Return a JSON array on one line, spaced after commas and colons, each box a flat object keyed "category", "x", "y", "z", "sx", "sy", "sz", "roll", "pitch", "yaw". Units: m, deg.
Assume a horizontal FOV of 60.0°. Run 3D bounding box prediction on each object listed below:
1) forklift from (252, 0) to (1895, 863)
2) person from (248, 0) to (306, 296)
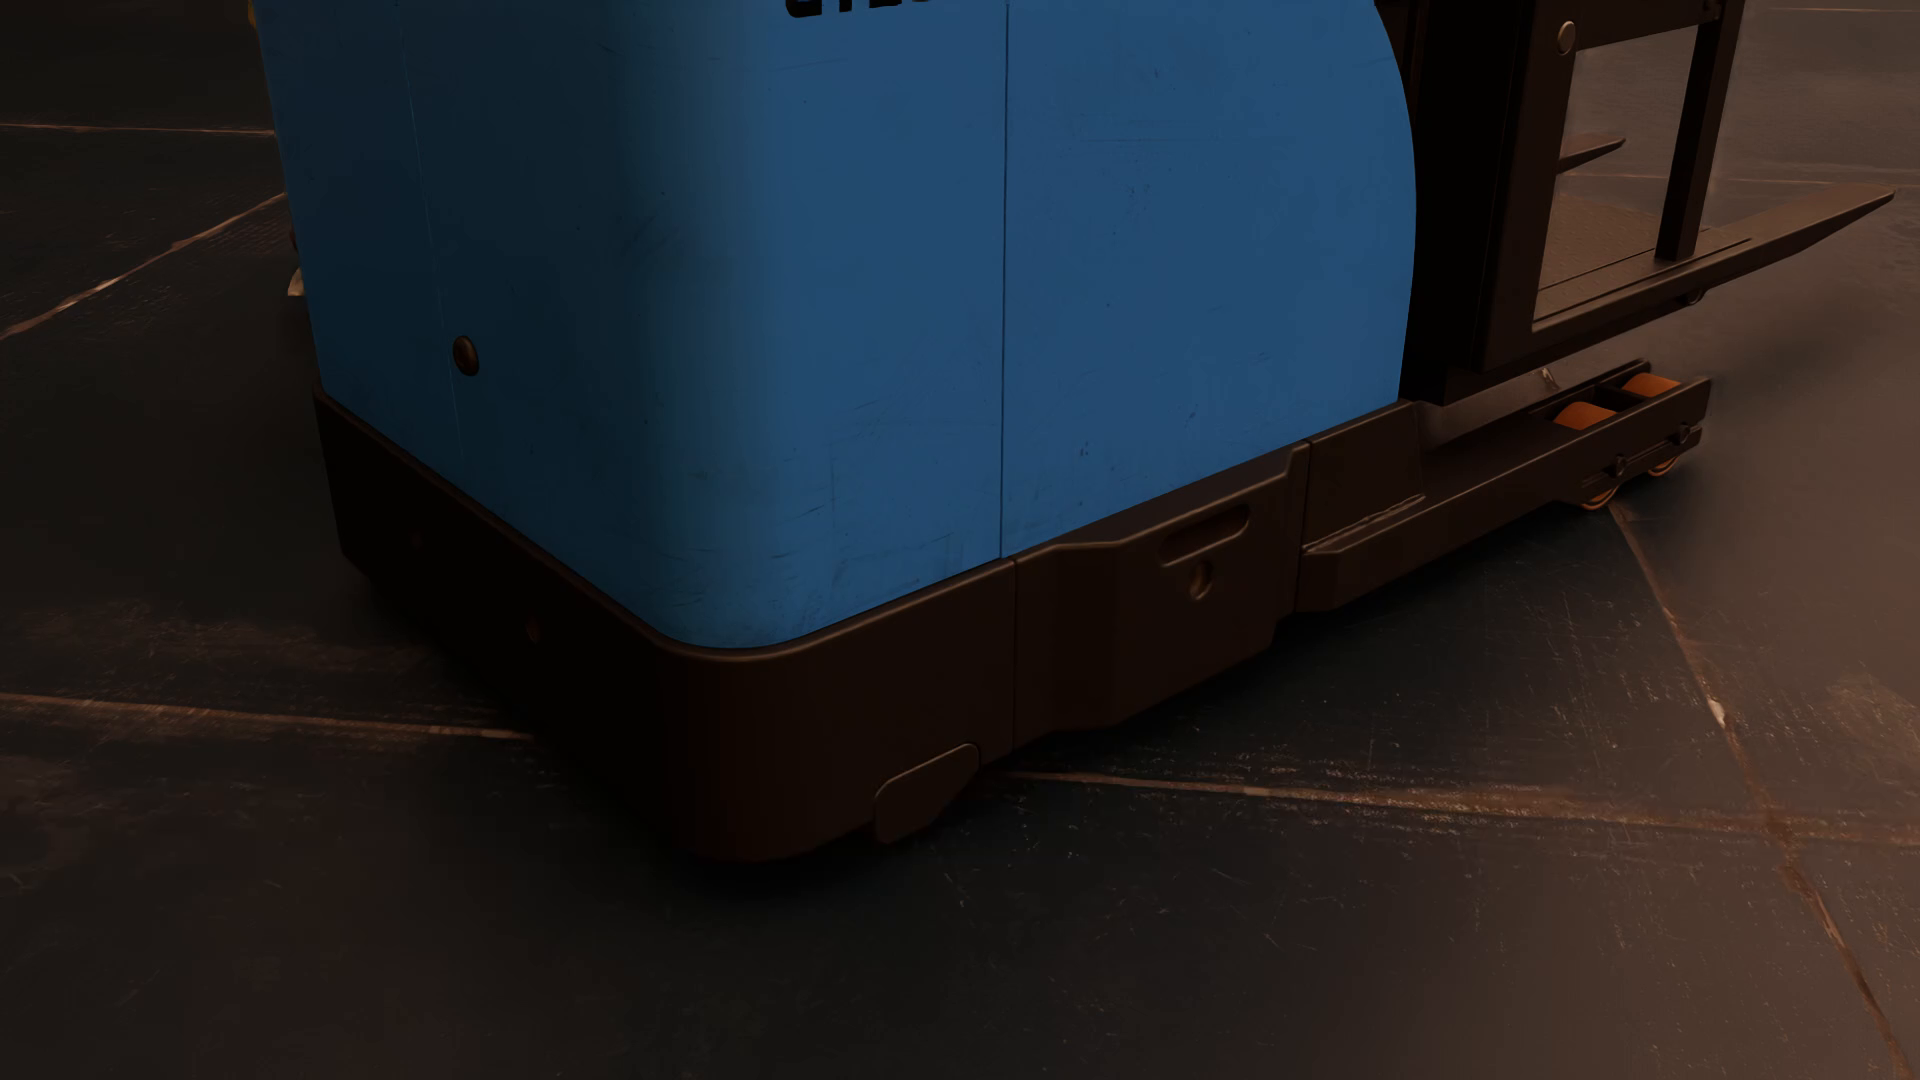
[{"category": "forklift", "x": 0.582, "y": -1.517, "z": 2.258, "sx": 3.031, "sy": 2.935, "sz": 1.130, "roll": -21, "pitch": 33, "yaw": -36}, {"category": "person", "x": -0.930, "y": -0.926, "z": 2.982, "sx": 0.980, "sy": 1.230, "sz": 0.661, "roll": 15, "pitch": 30, "yaw": 27}]
